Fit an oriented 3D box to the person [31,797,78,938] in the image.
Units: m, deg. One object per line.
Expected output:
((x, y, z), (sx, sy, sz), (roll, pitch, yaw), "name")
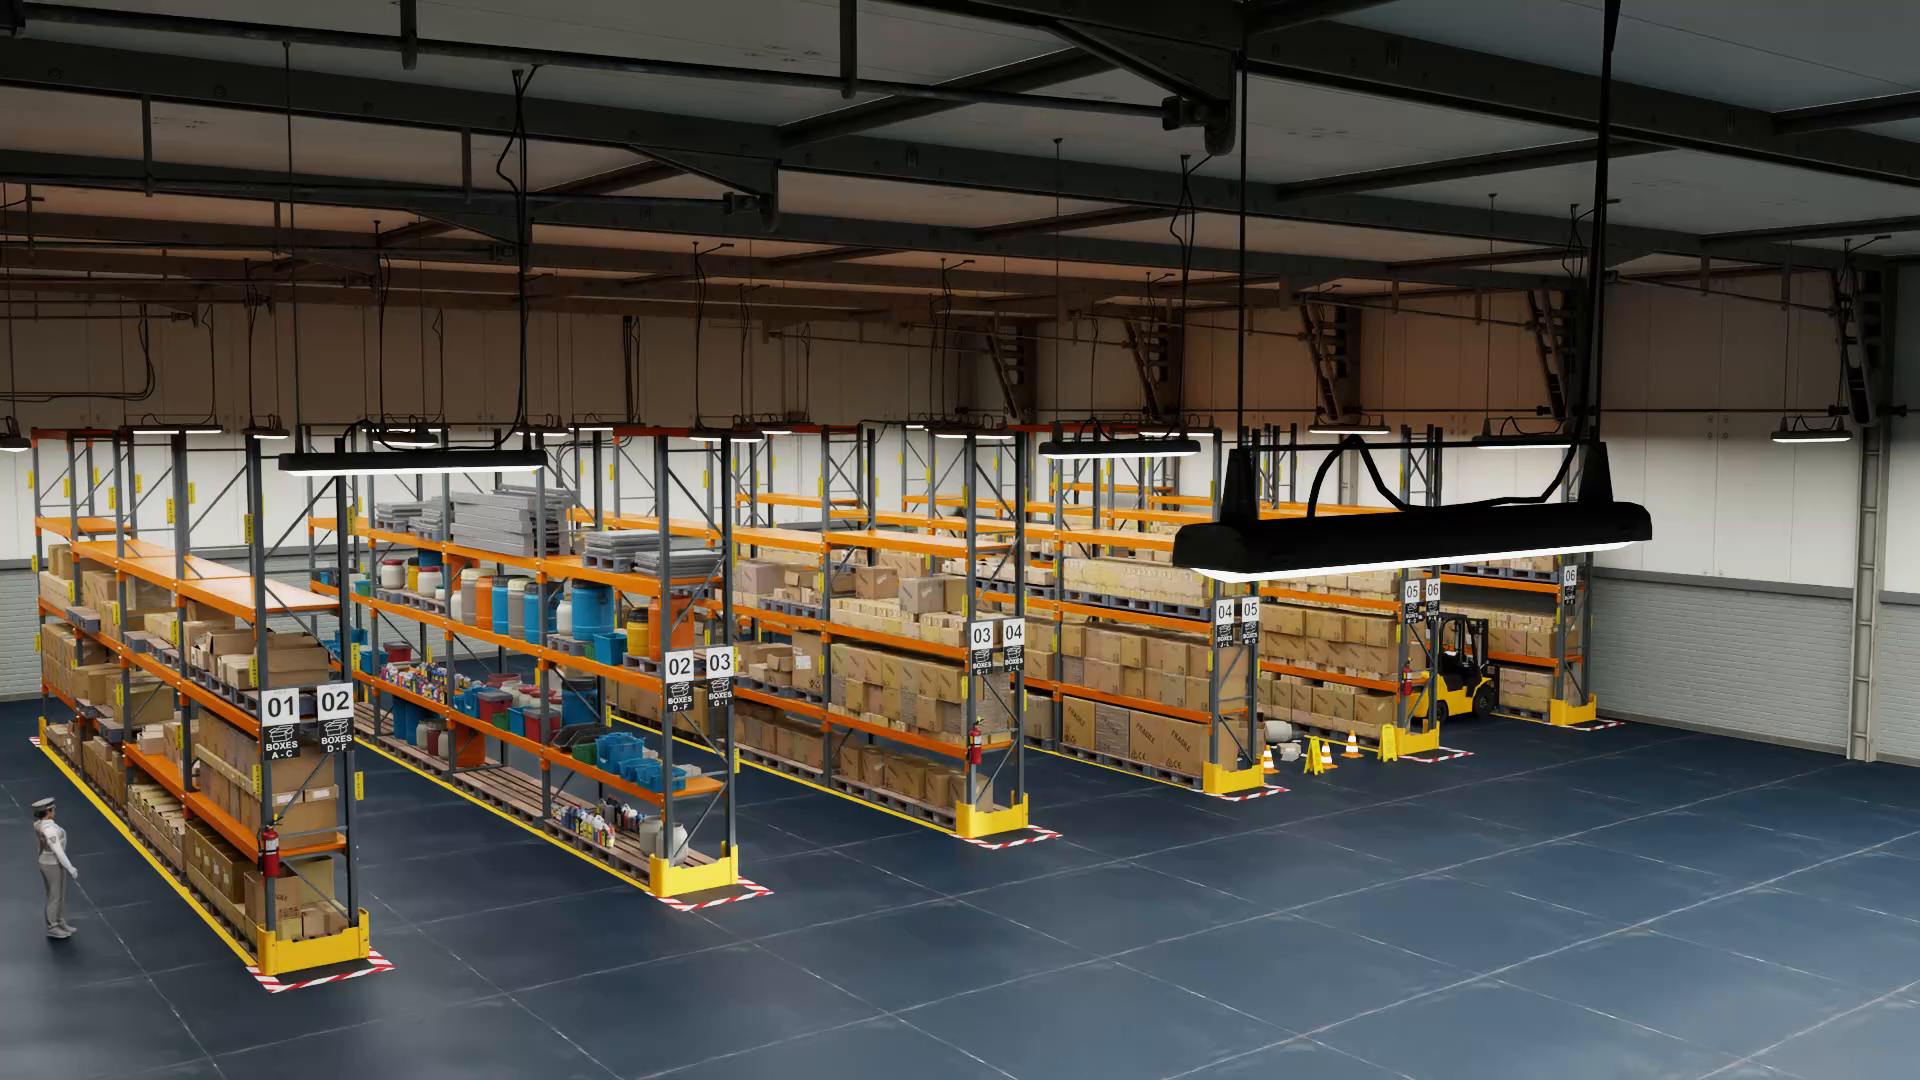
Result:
((-10.859, 3.939, 19.999), (0.497, 1.709, 0.556), (-2, 5, -19), "person")

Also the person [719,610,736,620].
((-5.906, 2.171, 42.355), (0.505, 1.699, 0.428), (-4, 6, -43), "person")

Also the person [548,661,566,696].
((-7.667, 3.008, 31.564), (0.443, 1.664, 0.484), (0, 4, 4), "person")
